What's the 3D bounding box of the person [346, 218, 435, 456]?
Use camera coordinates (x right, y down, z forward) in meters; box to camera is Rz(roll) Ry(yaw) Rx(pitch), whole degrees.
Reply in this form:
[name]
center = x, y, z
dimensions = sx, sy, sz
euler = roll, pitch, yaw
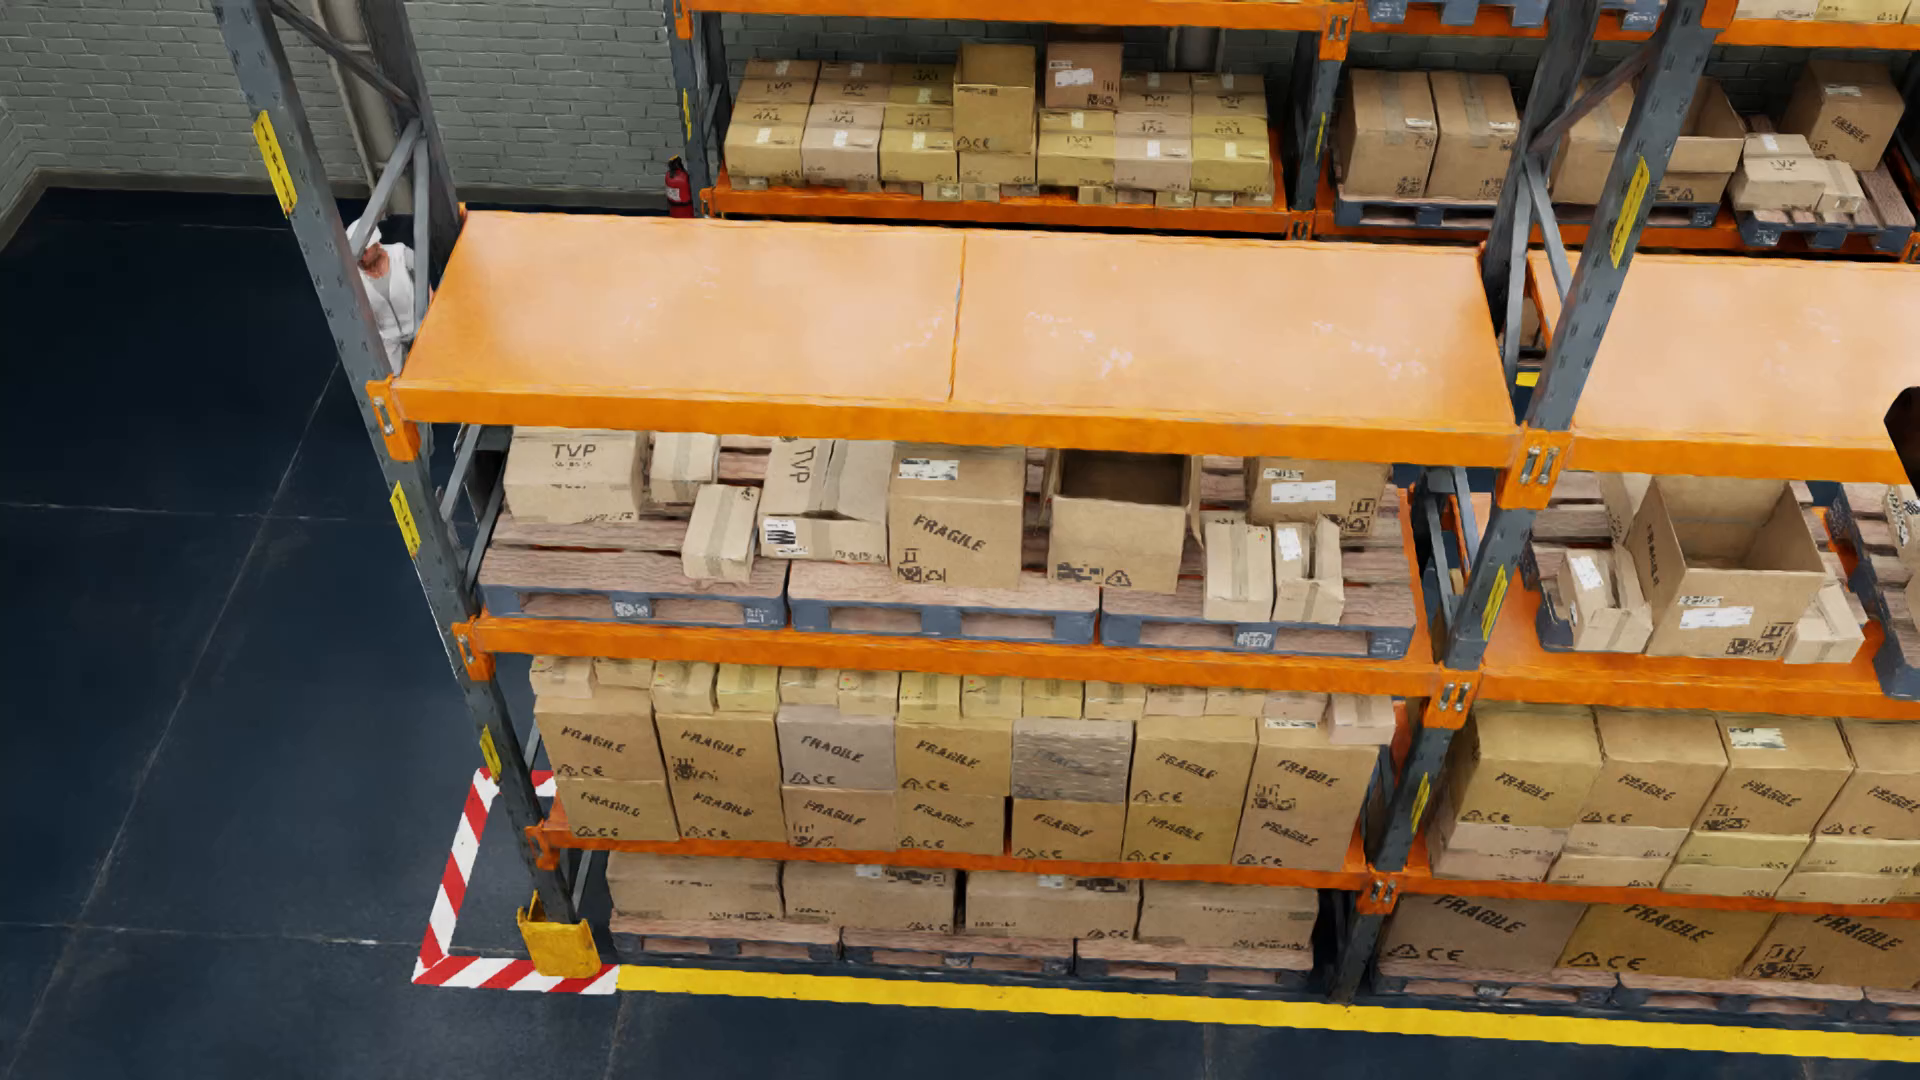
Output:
[person]
center = -3.659, -1.394, 10.814
dimensions = 0.555, 1.785, 0.713
euler = -20, 51, -18
